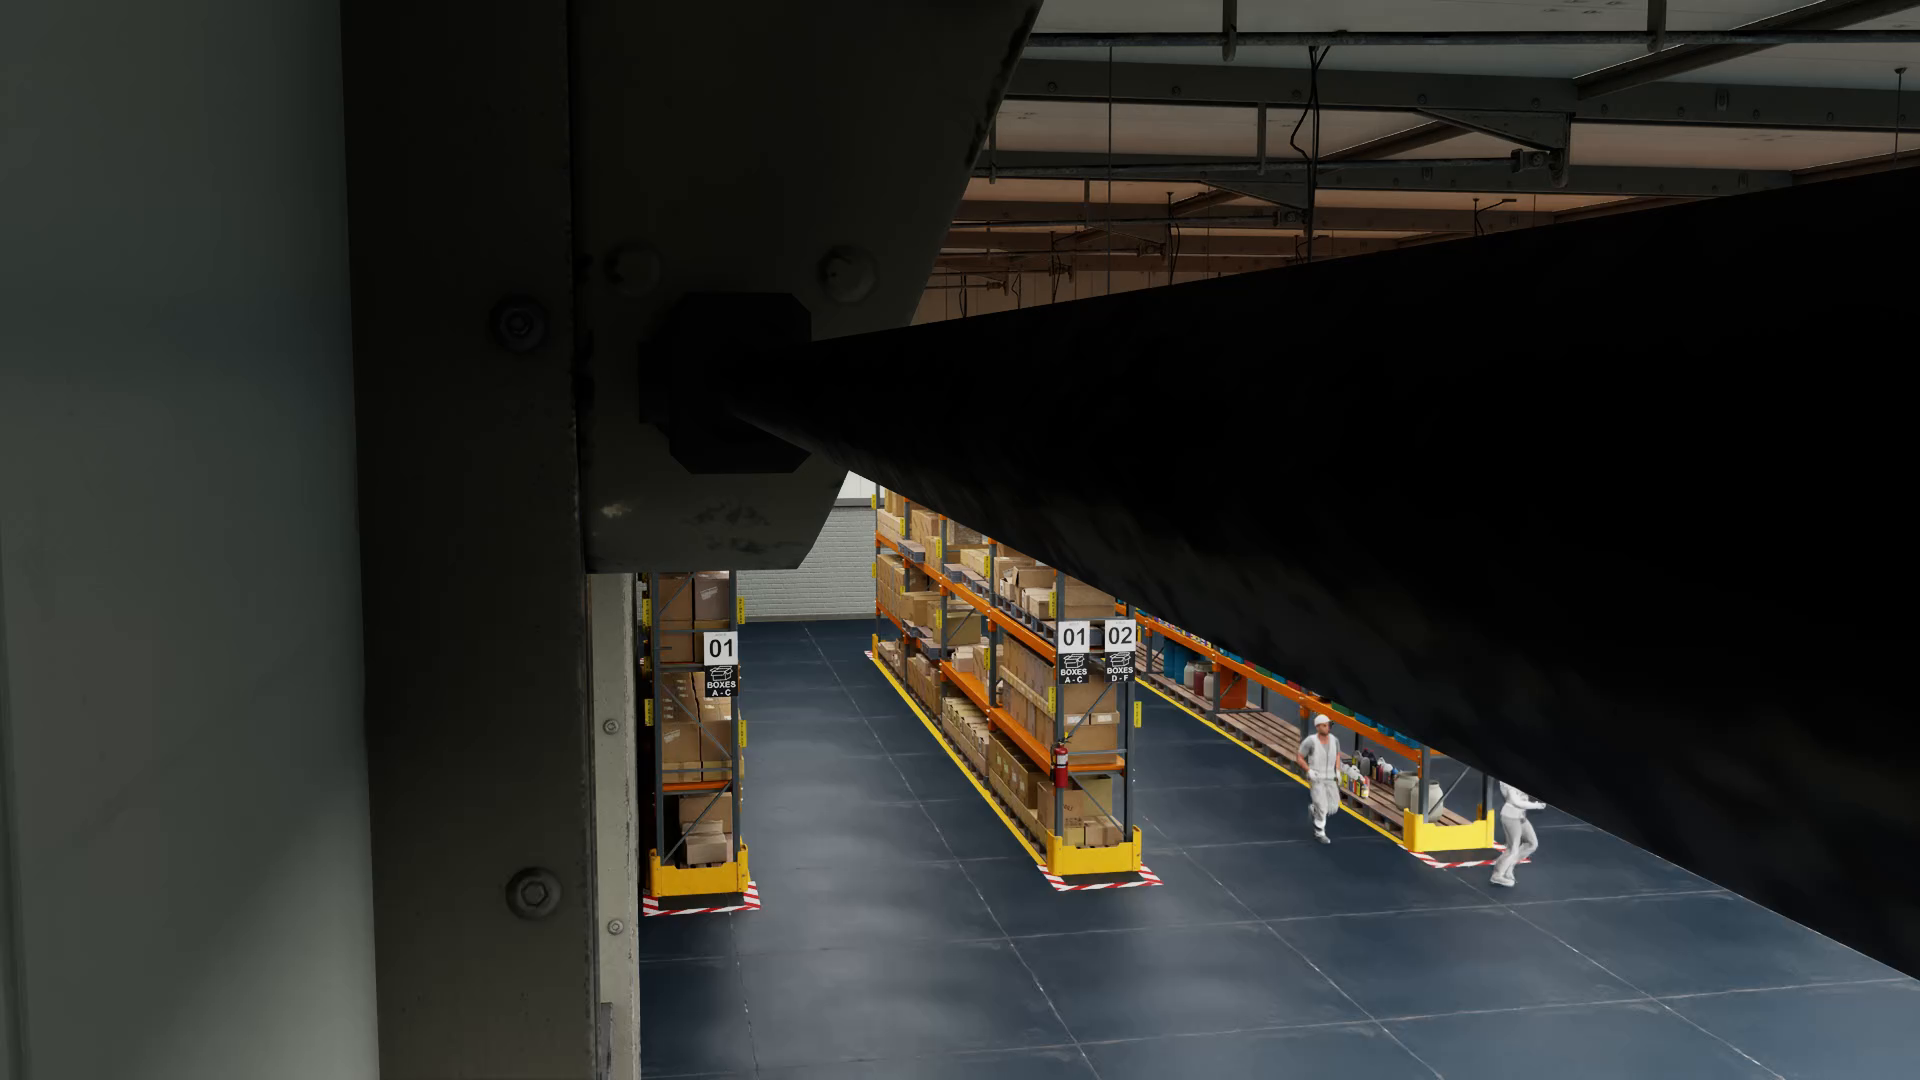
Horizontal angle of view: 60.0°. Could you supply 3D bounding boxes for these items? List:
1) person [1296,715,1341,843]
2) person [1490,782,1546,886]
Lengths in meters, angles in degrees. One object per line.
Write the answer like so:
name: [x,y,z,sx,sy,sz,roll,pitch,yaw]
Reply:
person: [4.816,3.180,22.317,0.670,1.724,0.631,-2,6,-20]
person: [6.867,3.409,20.402,0.612,1.659,0.648,3,6,25]
